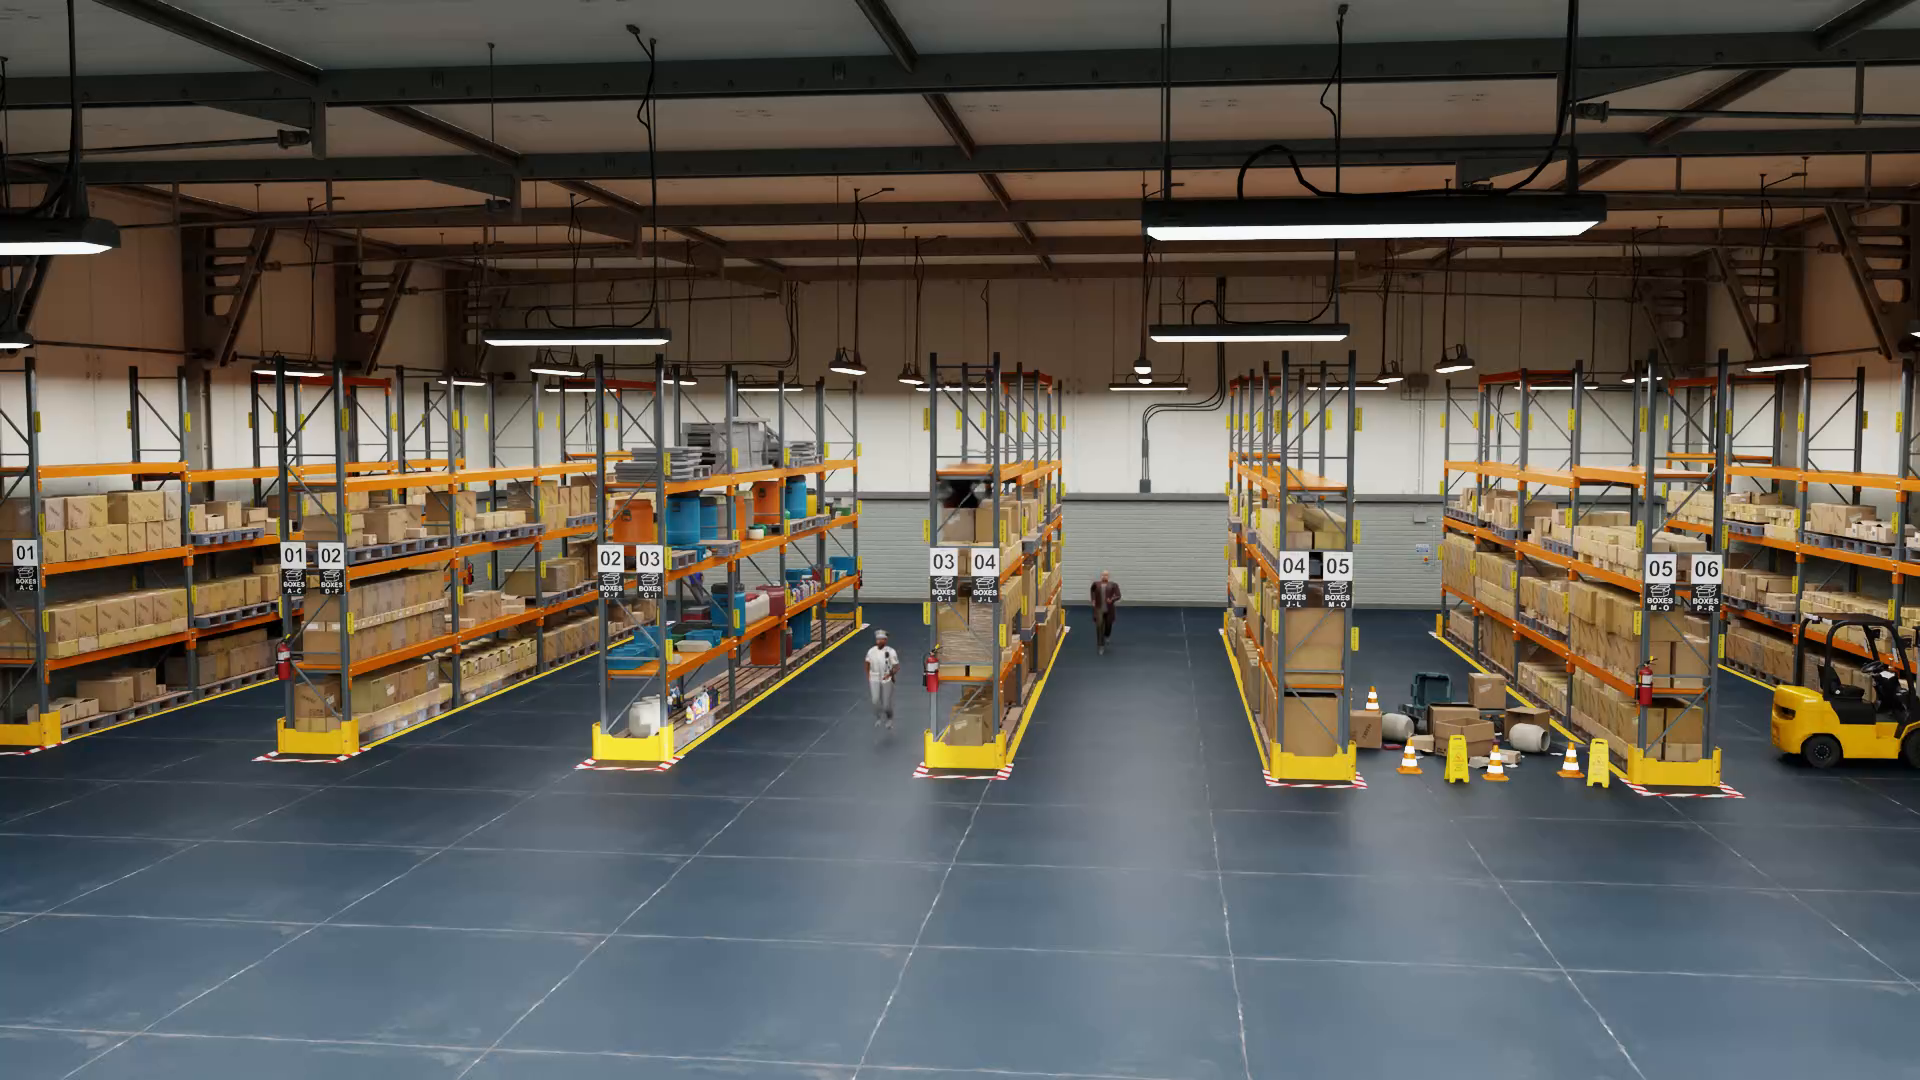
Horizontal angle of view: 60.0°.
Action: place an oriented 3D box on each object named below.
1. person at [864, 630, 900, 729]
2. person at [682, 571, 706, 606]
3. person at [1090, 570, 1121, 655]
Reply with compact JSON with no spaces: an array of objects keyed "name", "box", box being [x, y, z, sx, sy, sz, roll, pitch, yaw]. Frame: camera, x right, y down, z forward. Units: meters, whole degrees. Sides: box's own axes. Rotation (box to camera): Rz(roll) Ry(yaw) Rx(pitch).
[{"name":"person","box":[-1.247,2.205,26.090,0.567,1.612,0.776,0,4,6]},{"name":"person","box":[-6.665,1.232,41.881,0.646,1.629,0.853,-4,6,-44]},{"name":"person","box":[3.180,1.561,36.338,0.669,1.815,1.187,0,4,5]}]
